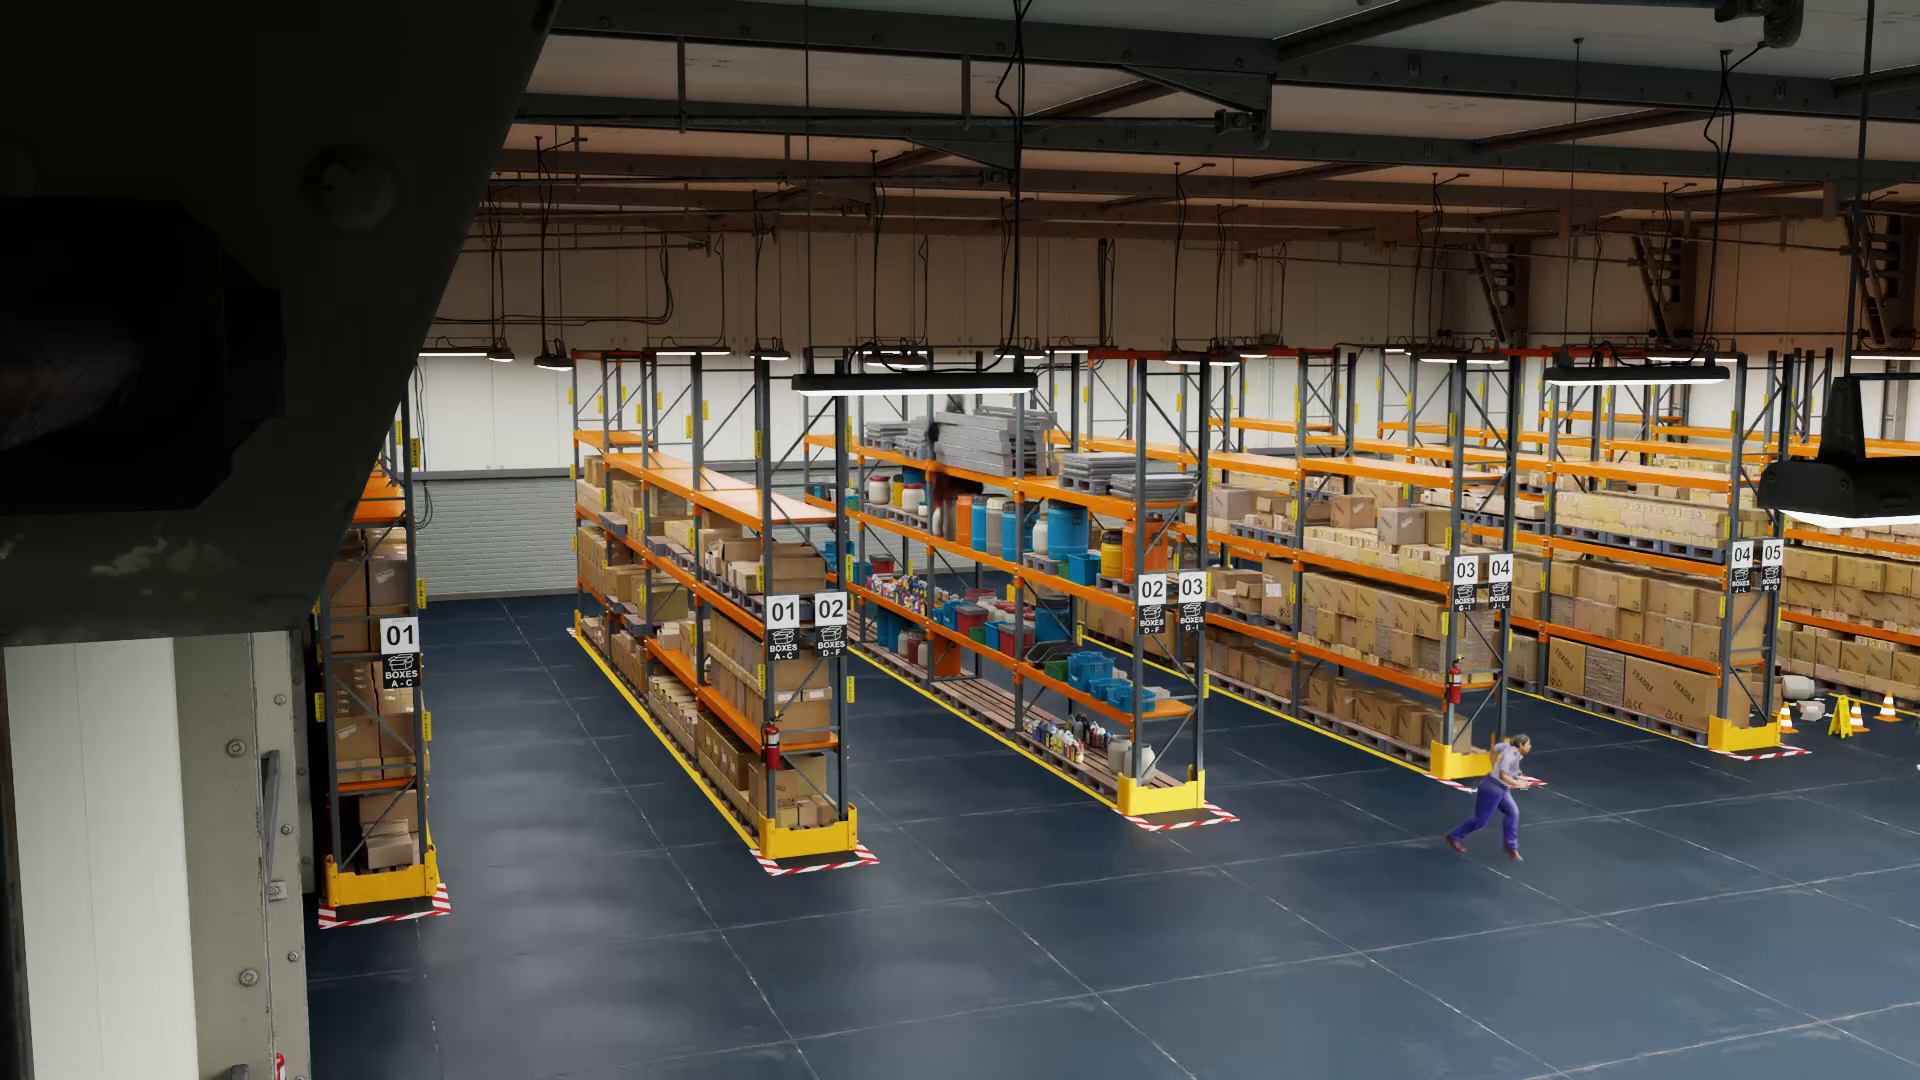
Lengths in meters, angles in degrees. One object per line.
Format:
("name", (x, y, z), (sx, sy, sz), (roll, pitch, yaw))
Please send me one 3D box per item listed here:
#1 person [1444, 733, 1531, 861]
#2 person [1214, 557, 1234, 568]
("person", (6.378, 3.094, 20.120), (0.960, 1.612, 0.649), (2, 7, 15))
("person", (5.535, 1.127, 34.988), (0.681, 1.759, 0.778), (-3, 8, -22))
